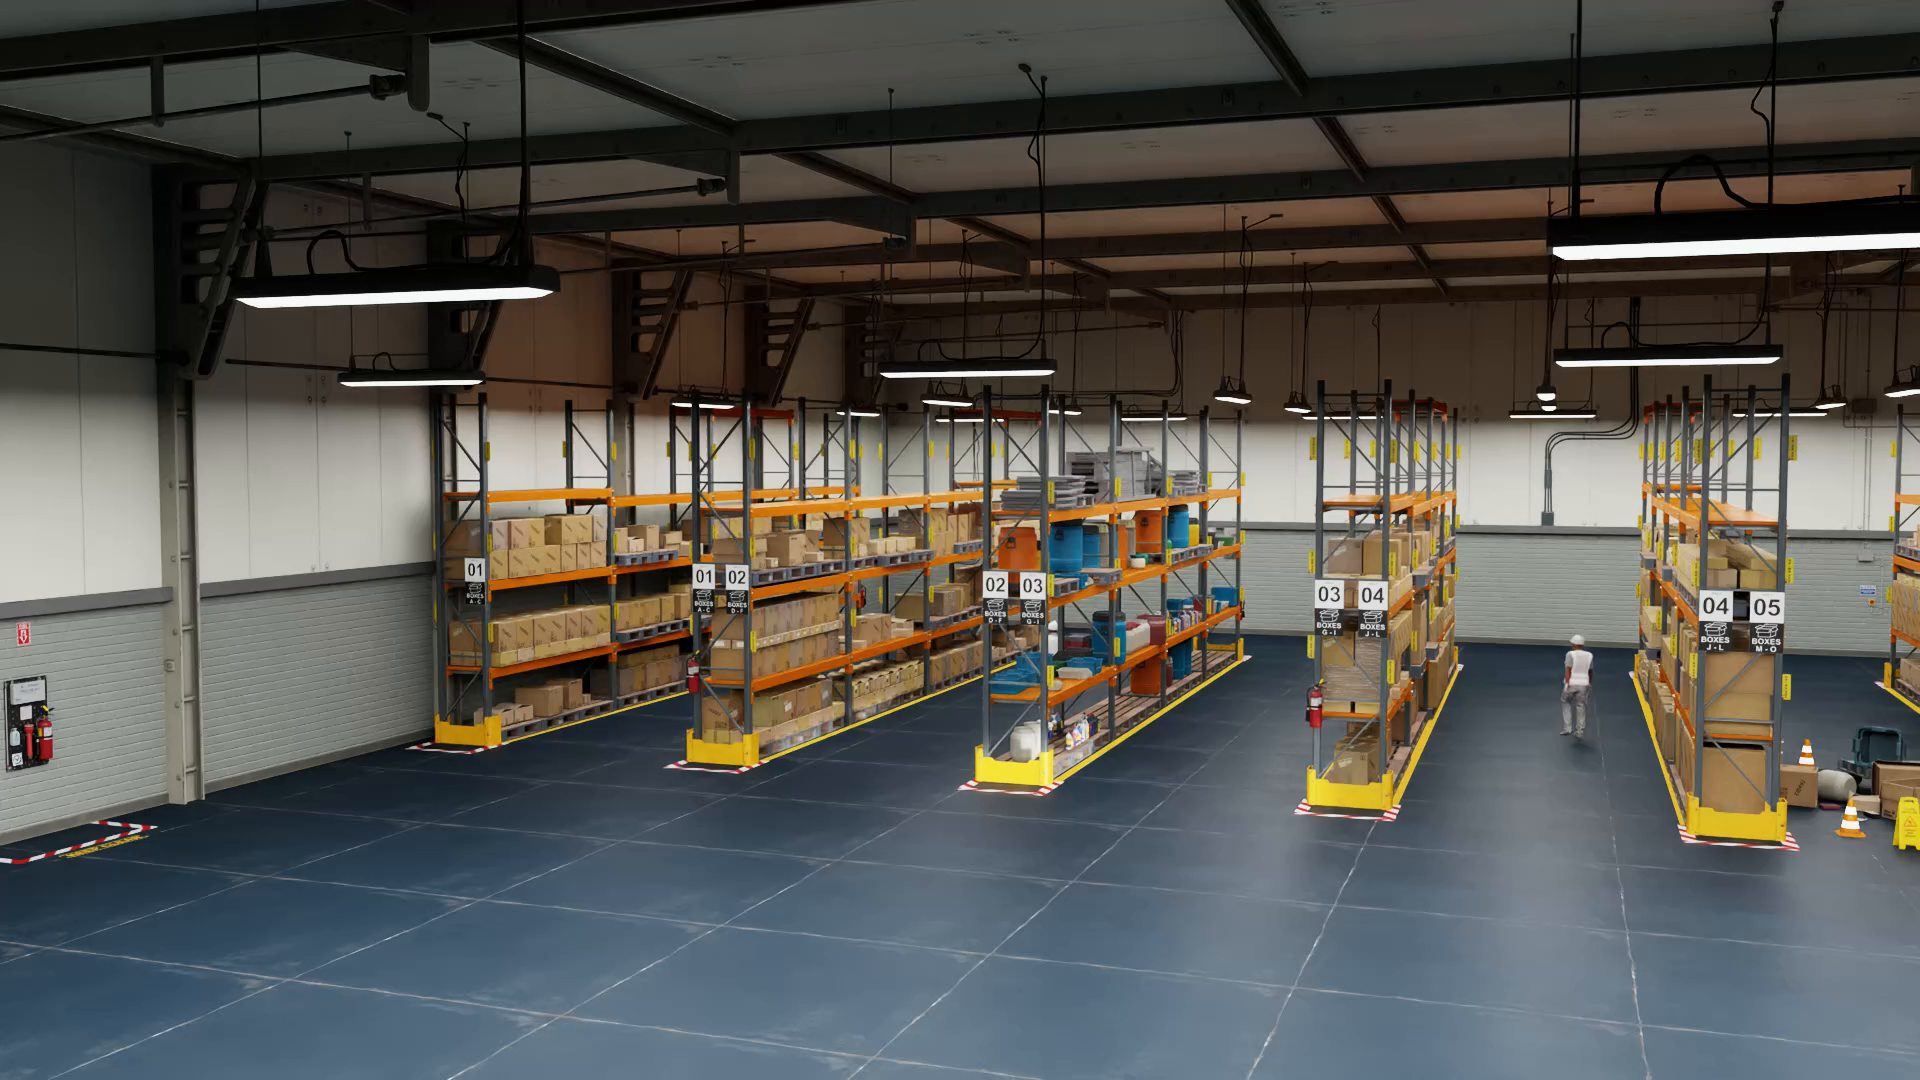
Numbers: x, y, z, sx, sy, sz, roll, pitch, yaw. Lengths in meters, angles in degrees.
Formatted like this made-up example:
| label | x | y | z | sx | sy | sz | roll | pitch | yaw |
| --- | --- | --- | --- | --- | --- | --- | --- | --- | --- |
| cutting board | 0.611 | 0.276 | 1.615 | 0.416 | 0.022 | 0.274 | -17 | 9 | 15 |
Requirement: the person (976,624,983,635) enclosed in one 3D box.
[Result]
| label | x | y | z | sx | sy | sz | roll | pitch | yaw |
| --- | --- | --- | --- | --- | --- | --- | --- | --- | --- |
| person | 0.587 | 1.883 | 42.917 | 0.616 | 1.667 | 0.495 | -1 | 3 | -25 |

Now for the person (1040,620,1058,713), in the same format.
| label | x | y | z | sx | sy | sz | roll | pitch | yaw |
| --- | --- | --- | --- | --- | --- | --- | --- | --- | --- |
| person | 1.788 | 2.445 | 31.779 | 0.547 | 1.811 | 0.559 | 0 | 3 | 2 |

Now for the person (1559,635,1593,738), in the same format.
| label | x | y | z | sx | sy | sz | roll | pitch | yaw |
| --- | --- | --- | --- | --- | --- | --- | --- | --- | --- |
| person | 10.832 | 2.579 | 29.125 | 0.538 | 1.816 | 0.556 | 0 | 3 | 7 |
